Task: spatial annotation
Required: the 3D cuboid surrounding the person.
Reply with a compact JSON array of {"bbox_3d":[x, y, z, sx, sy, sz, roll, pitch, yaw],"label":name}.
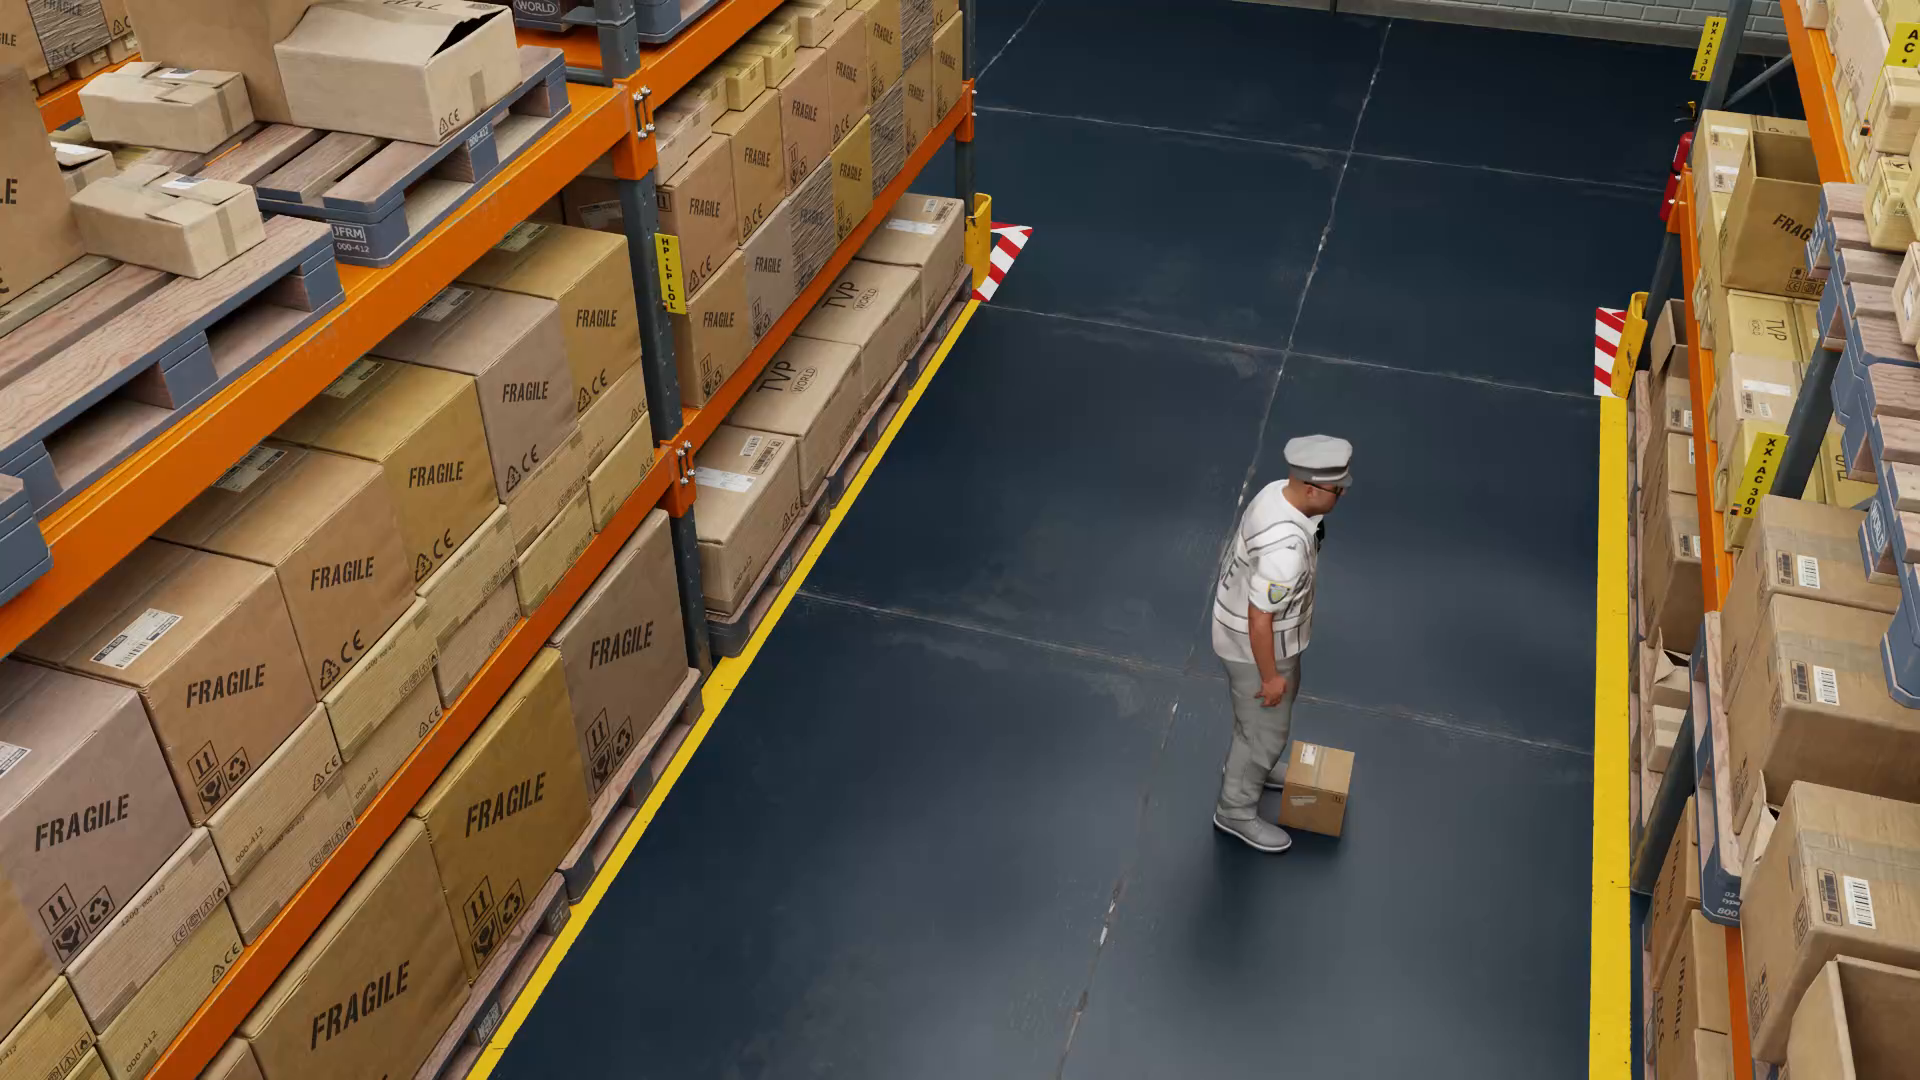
[{"bbox_3d":[1.186,0.368,6.395,0.439,1.746,0.591,9,38,12],"label":"person"}]
